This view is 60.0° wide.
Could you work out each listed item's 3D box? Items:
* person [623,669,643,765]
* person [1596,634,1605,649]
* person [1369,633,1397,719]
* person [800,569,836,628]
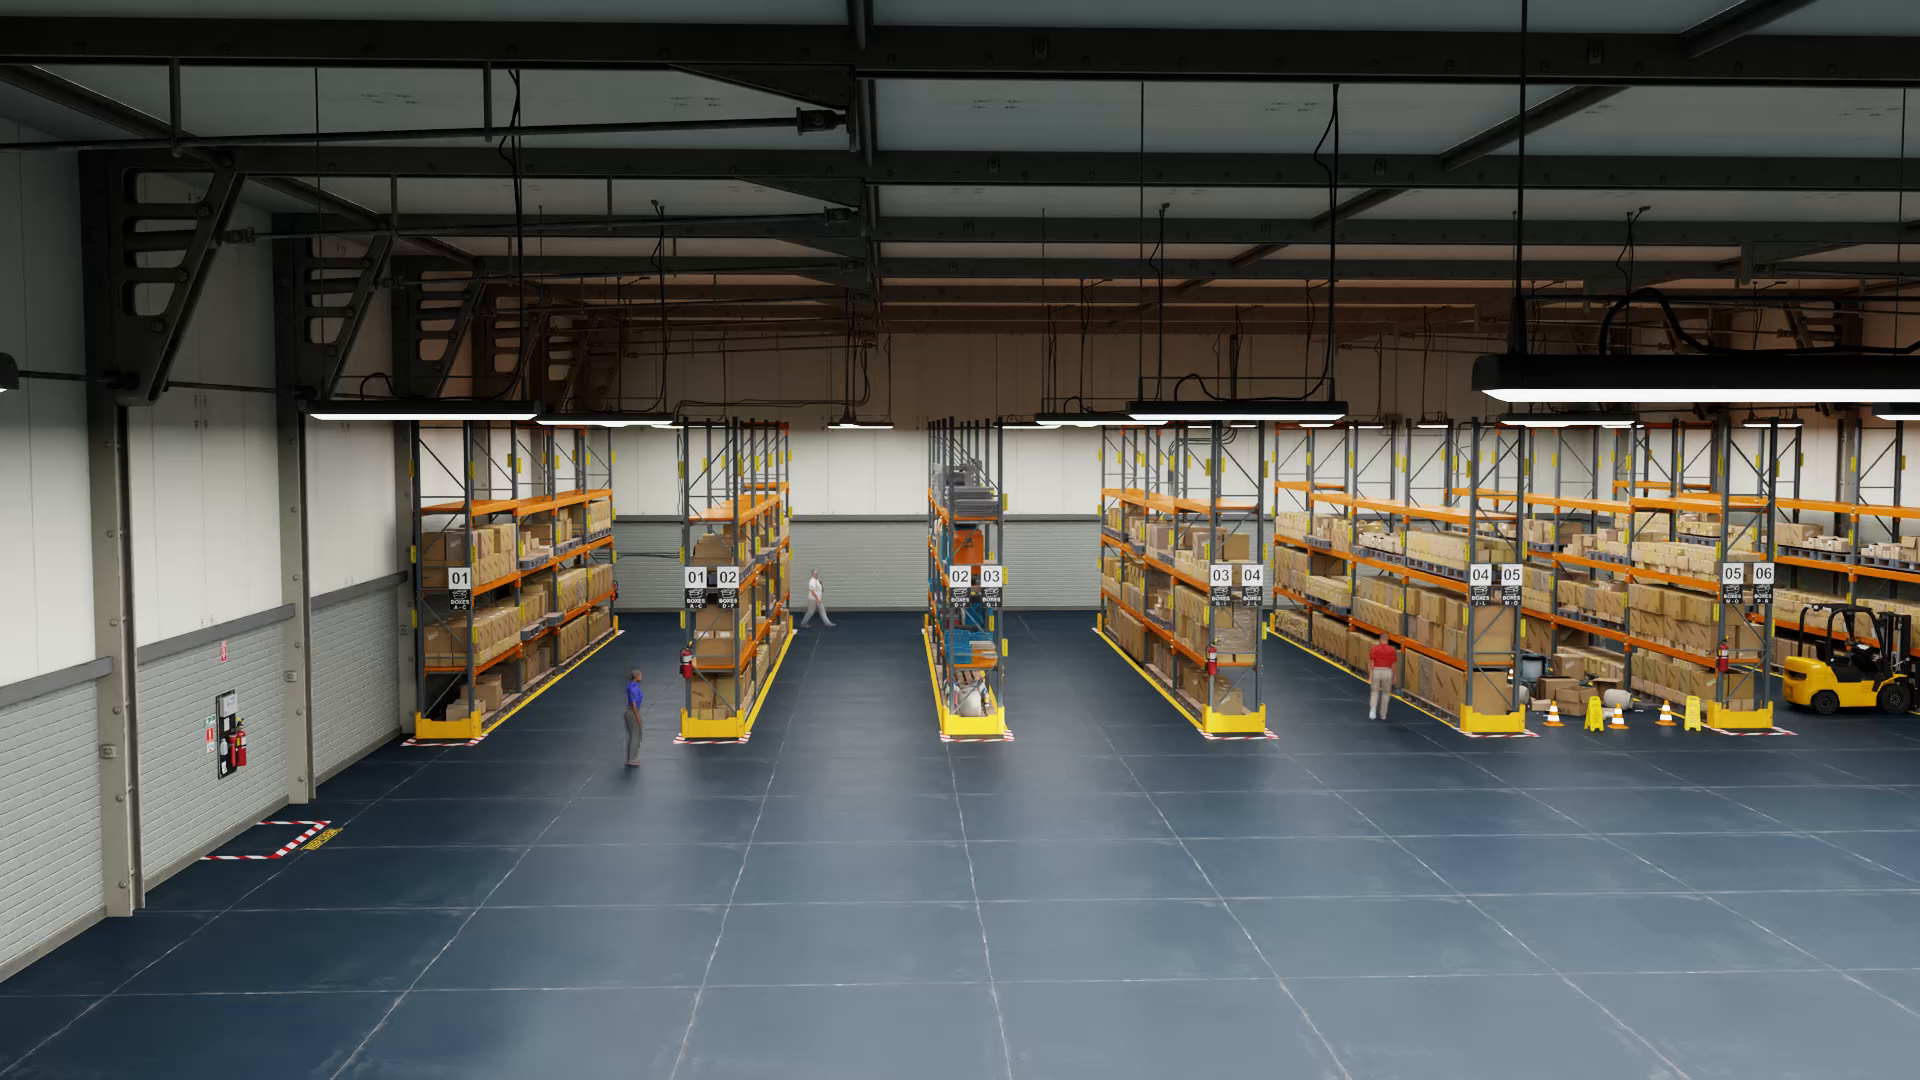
[{"bbox_3d":[-5.624,3.071,28.650,0.336,1.726,0.536,-1,4,-8],"label":"person"},{"bbox_3d":[16.398,2.120,42.624,0.437,1.726,0.536,3,5,38],"label":"person"},{"bbox_3d":[8.368,2.700,32.911,0.523,1.717,0.550,2,4,30],"label":"person"},{"bbox_3d":[-4.135,1.691,48.417,1.037,1.719,0.710,0,4,2],"label":"person"}]
